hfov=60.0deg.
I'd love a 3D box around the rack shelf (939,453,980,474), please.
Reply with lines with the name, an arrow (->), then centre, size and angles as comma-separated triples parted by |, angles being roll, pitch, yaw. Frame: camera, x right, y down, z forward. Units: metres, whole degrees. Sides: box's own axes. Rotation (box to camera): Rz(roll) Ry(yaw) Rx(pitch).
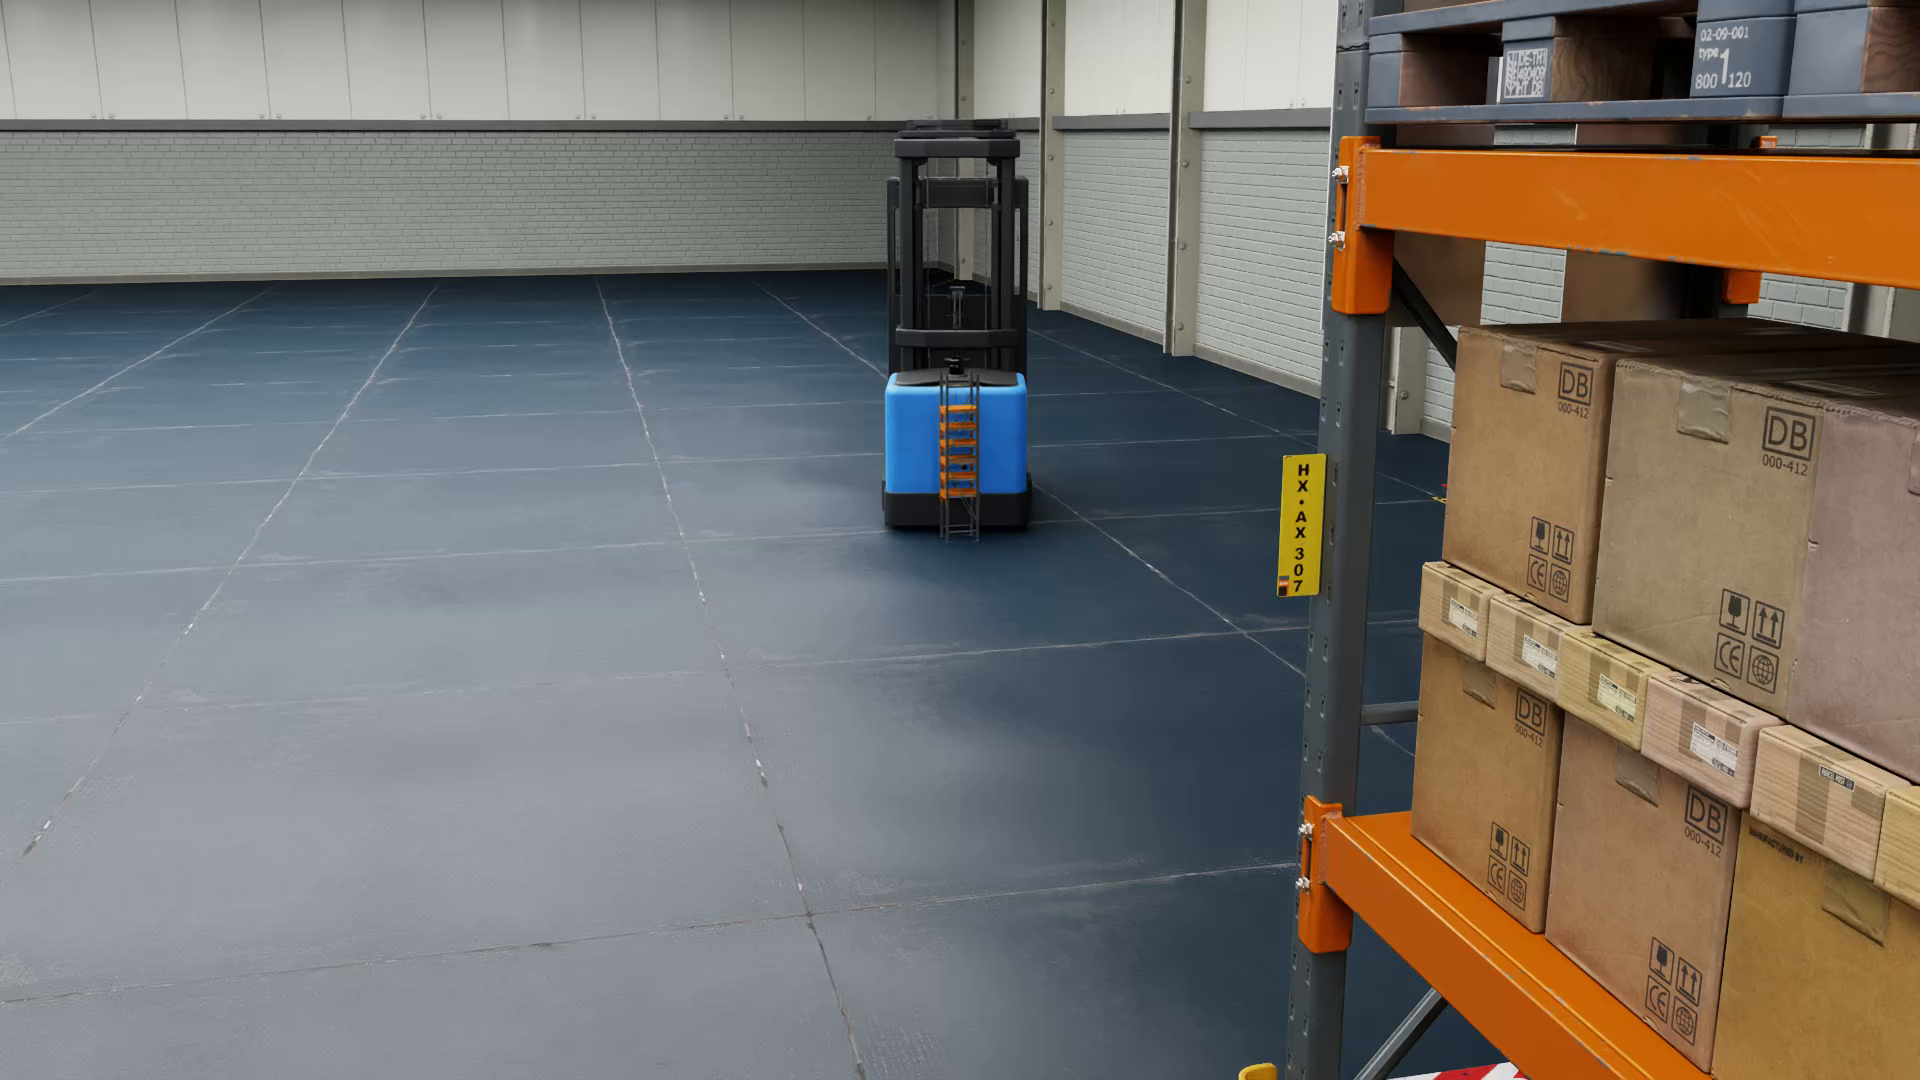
rack shelf -> -0.003, -0.543, 11.809 | 0.258, 0.103, 0.180 | -3, 14, -13

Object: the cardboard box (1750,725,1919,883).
cardboard box -> 1.437, 0.375, 2.496 | 0.380, 0.149, 0.250 | -4, 14, -15

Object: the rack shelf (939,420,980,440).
rack shelf -> -0.003, -0.776, 11.752 | 0.258, 0.103, 0.180 | -3, 14, -13

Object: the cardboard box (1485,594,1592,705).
cardboard box -> 1.257, 0.197, 3.222 | 0.380, 0.149, 0.250 | -4, 14, -15

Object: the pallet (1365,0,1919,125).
pallet -> 1.451, -0.852, 2.960 | 1.003, 0.211, 1.213 | -3, 14, -13

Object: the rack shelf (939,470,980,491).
rack shelf -> -0.003, -0.426, 11.837 | 0.258, 0.103, 0.180 | -3, 14, -13

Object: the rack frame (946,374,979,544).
rack frame -> 0.018, -0.565, 11.712 | 0.240, 1.200, 0.006 | -3, 14, -13

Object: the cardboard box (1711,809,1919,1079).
cardboard box -> 1.646, 0.693, 2.558 | 0.700, 0.500, 0.500 | -3, 14, -13

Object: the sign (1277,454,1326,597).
sign -> 0.769, -0.032, 3.746 | 0.100, 0.325, 0.005 | -3, 14, -13

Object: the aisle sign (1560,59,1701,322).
aisle sign -> 1.580, -0.897, 3.800 | 0.394, 0.787, 0.004 | -3, 14, -13

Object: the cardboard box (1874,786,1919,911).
cardboard box -> 1.497, 0.434, 2.255 | 0.380, 0.149, 0.250 | -3, 14, -14

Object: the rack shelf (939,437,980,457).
rack shelf -> -0.003, -0.660, 11.780 | 0.258, 0.103, 0.180 | -3, 14, -13

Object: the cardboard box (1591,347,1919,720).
cardboard box -> 1.548, -0.039, 2.824 | 0.700, 0.500, 0.500 | -4, 14, -15

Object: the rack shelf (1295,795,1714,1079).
rack shelf -> 1.779, 1.209, 2.176 | 1.077, 0.370, 4.000 | -3, 14, -13

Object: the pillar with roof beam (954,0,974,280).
pillar with roof beam -> -4.101, -9.361, 31.283 | 9.100, 9.000, 0.400 | -3, 14, -13

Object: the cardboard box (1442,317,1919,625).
cardboard box -> 1.419, -0.160, 3.319 | 0.700, 0.500, 0.500 | -3, 14, -13

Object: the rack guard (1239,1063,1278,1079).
rack guard -> 1.304, 1.606, 4.298 | 1.175, 0.500, 0.348 | -3, 14, -13

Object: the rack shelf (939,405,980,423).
rack shelf -> -0.003, -0.893, 11.723 | 0.258, 0.103, 0.180 | -3, 14, -13

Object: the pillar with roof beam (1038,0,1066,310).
pillar with roof beam -> -2.692, -7.977, 25.617 | 9.100, 9.000, 0.400 | -3, 14, -13

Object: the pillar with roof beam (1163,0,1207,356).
pillar with roof beam -> -1.283, -6.593, 19.952 | 9.100, 9.000, 0.400 | -3, 14, -13

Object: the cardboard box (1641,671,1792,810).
cardboard box -> 1.372, 0.313, 2.747 | 0.380, 0.149, 0.250 | -4, 14, -14

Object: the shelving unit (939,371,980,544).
shelving unit -> -0.003, -0.586, 11.798 | 0.258, 1.200, 0.189 | -3, 14, -13

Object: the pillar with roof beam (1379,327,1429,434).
pillar with roof beam -> 0.126, -5.209, 14.286 | 9.100, 9.000, 0.400 | -3, 14, -13

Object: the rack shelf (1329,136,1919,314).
rack shelf -> 1.779, -0.249, 1.820 | 1.077, 0.370, 4.000 | -3, 14, -13

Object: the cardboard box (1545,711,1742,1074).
cardboard box -> 1.535, 0.578, 3.029 | 0.700, 0.500, 0.500 | -3, 14, -12

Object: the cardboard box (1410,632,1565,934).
cardboard box -> 1.407, 0.458, 3.523 | 0.700, 0.500, 0.500 | -3, 14, -13

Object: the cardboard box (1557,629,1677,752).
cardboard box -> 1.314, 0.255, 2.986 | 0.380, 0.149, 0.250 | -3, 14, -13

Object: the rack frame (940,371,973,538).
rack frame -> -0.025, -0.607, 11.884 | 0.240, 1.200, 0.006 | -3, 14, -13

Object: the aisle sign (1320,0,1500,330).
aisle sign -> 0.997, -0.863, 3.663 | 0.394, 0.787, 0.004 | -3, 14, -13

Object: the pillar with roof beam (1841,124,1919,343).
pillar with roof beam -> 1.535, -3.825, 8.620 | 9.100, 9.000, 0.400 | -3, 14, -13

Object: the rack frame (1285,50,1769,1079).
rack frame -> 1.310, 0.398, 3.979 | 1.000, 3.000, 0.127 | -3, 14, -13

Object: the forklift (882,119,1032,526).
forklift -> -0.017, -1.817, 13.187 | 1.130, 2.935, 3.031 | 0, 14, 0

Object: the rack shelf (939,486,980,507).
rack shelf -> -0.003, -0.310, 11.865 | 0.258, 0.103, 0.180 | -3, 14, -13

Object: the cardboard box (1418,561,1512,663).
cardboard box -> 1.193, 0.137, 3.471 | 0.380, 0.149, 0.250 | -3, 14, -14

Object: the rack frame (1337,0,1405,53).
rack frame -> 1.310, -2.517, 3.267 | 1.000, 3.000, 0.127 | -3, 14, -13

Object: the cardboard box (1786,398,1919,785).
cardboard box -> 1.667, 0.077, 2.348 | 0.700, 0.500, 0.500 | -3, 14, -13

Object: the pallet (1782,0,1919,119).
pallet -> 1.741, -0.570, 1.806 | 1.003, 0.211, 1.213 | -3, 14, -13
